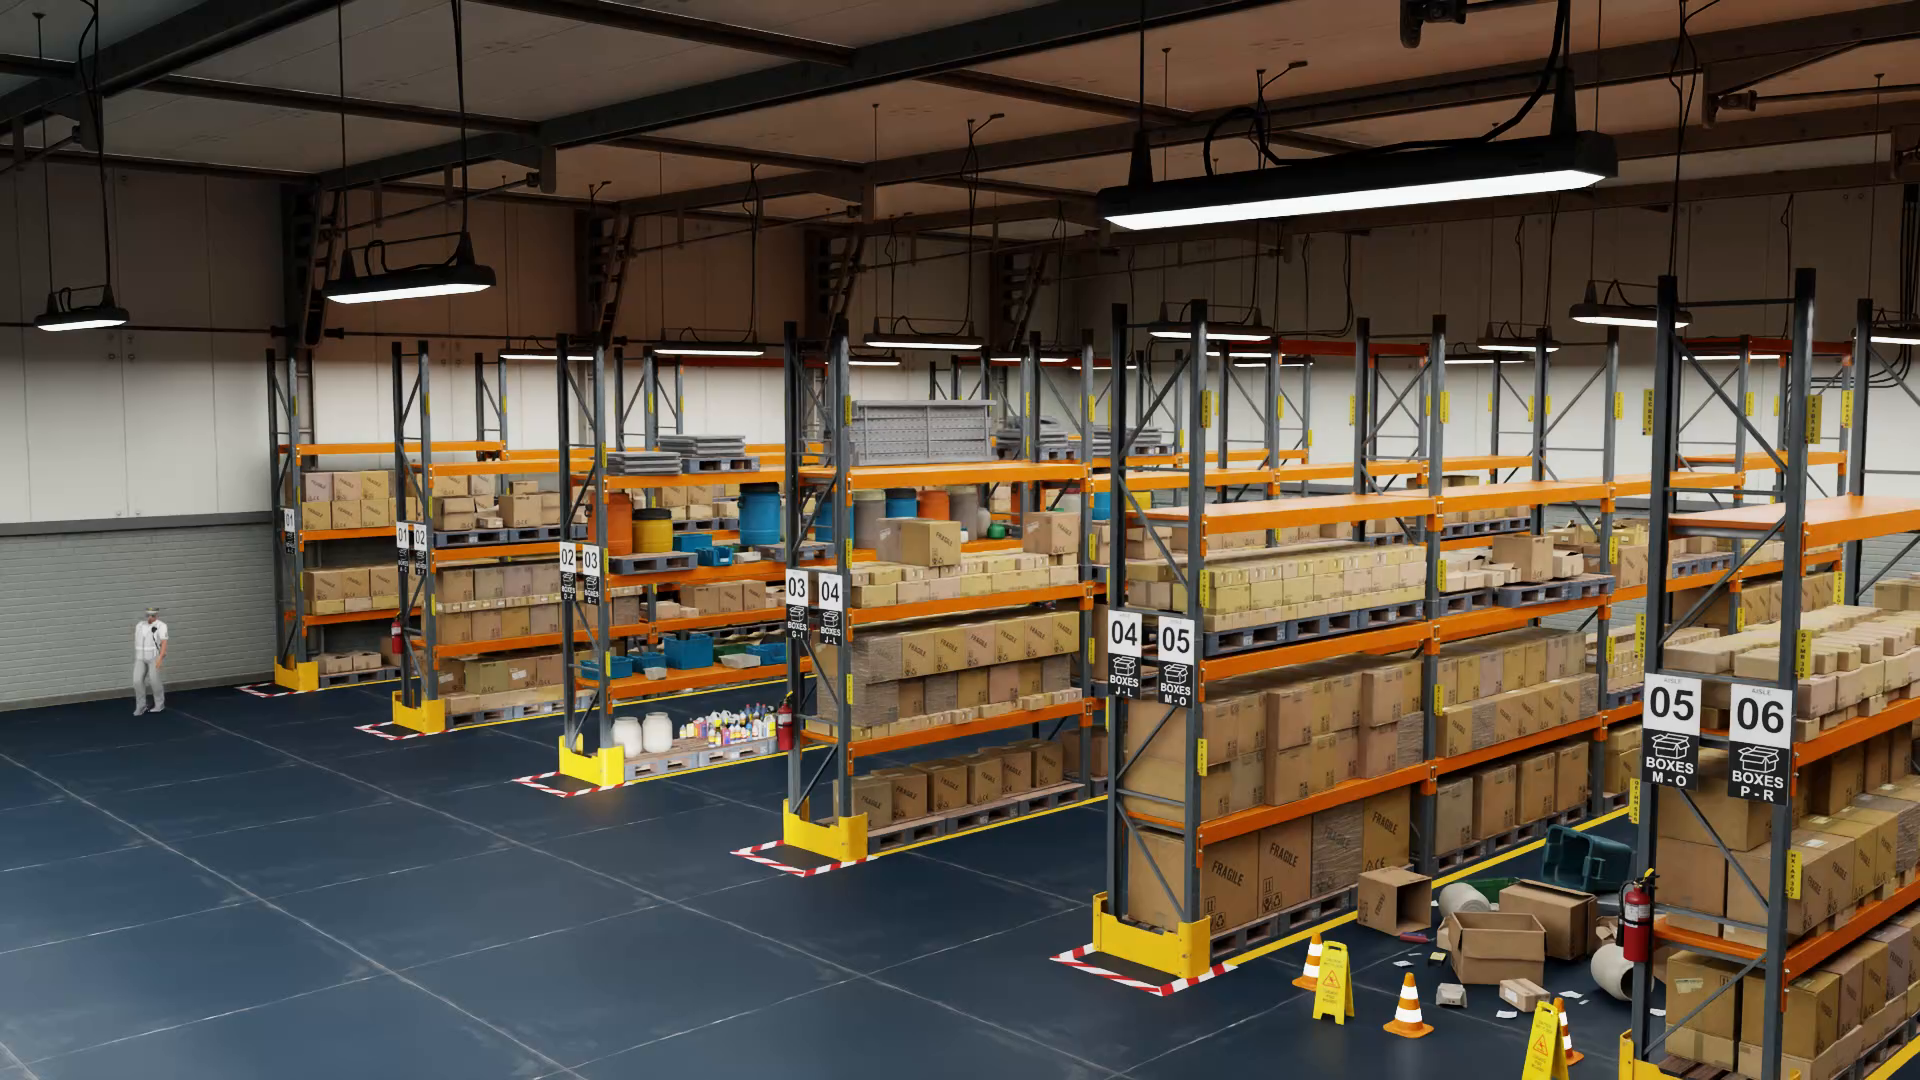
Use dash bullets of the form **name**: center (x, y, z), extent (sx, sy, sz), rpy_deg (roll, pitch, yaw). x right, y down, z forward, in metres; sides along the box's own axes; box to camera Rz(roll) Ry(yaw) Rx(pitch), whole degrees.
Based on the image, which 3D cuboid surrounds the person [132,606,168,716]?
- **person**: center (-13.209, 1.990, 27.063), extent (0.564, 1.825, 0.524), rpy_deg (0, 5, -1)
